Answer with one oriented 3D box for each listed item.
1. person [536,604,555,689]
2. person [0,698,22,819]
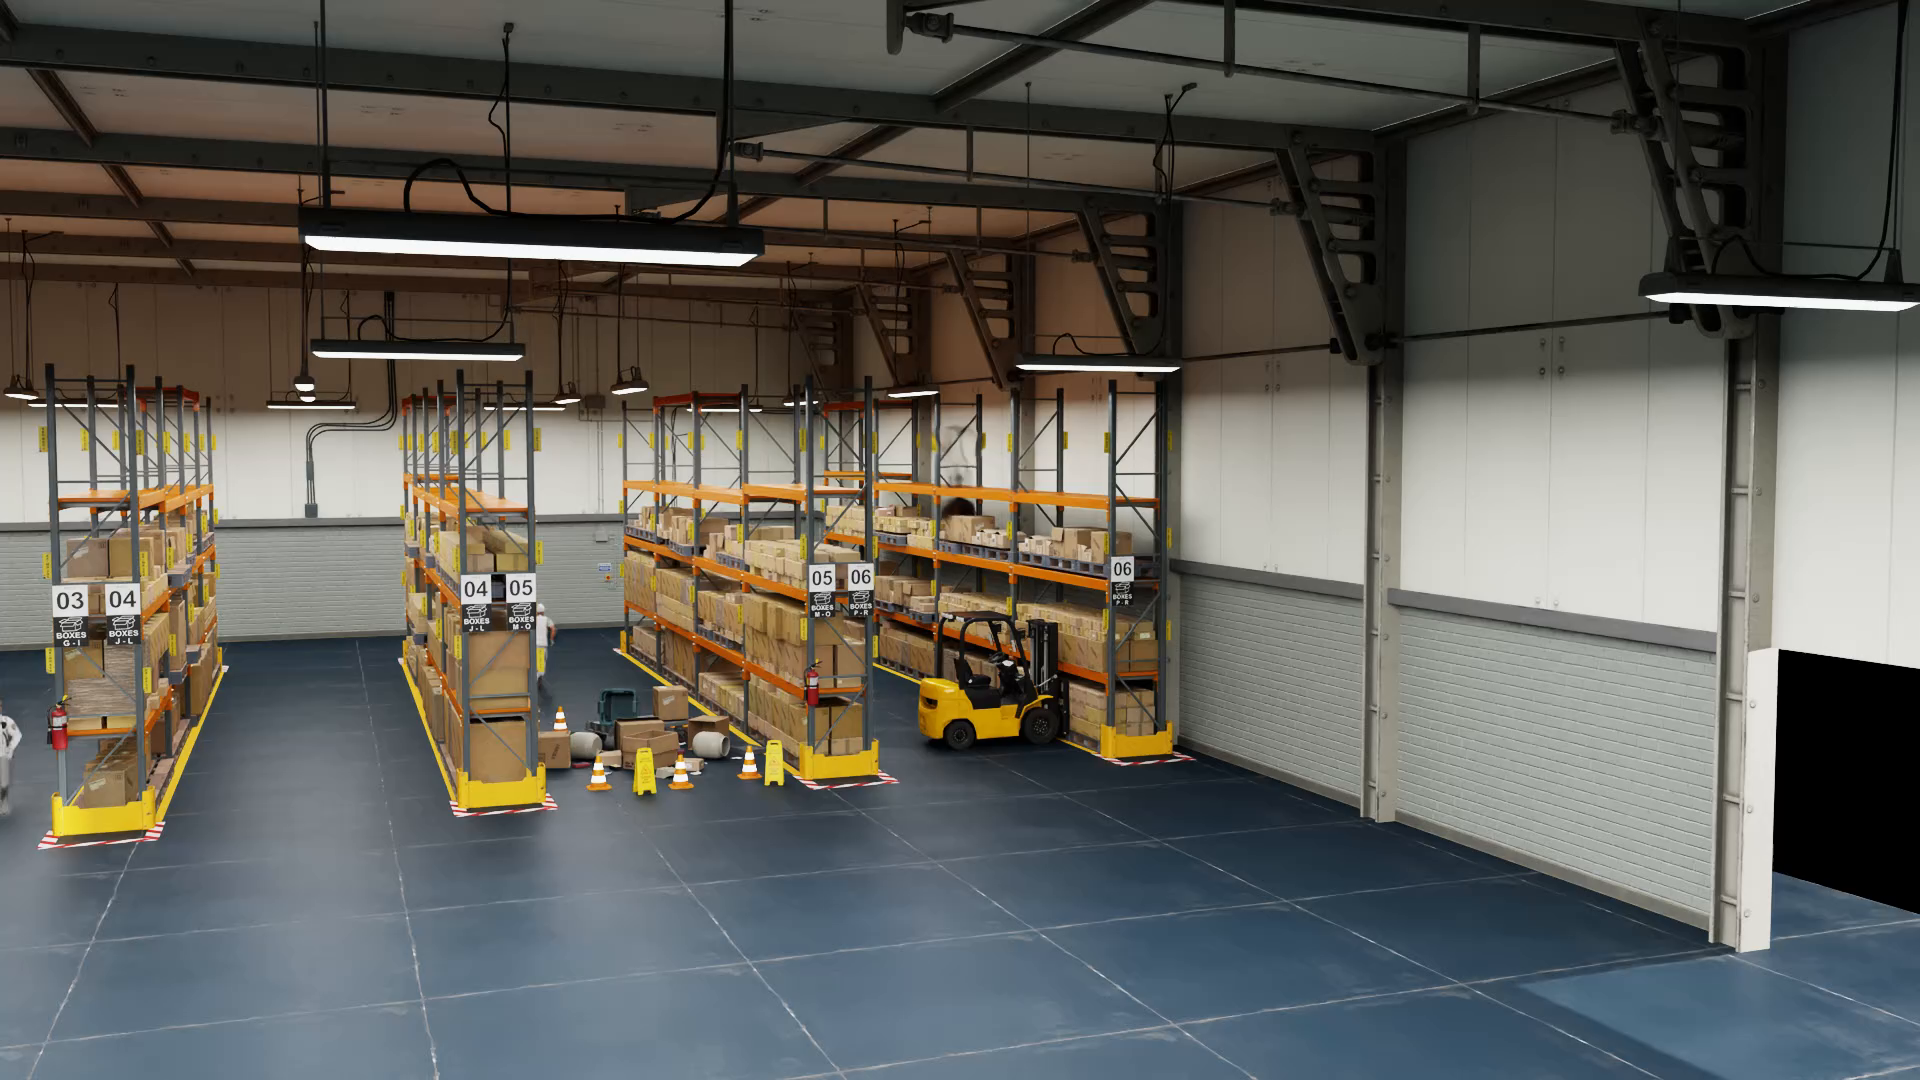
[{"bbox_3d":[-8.461,2.178,33.390,0.659,1.772,1.120,-1,3,-15],"label":"person"},{"bbox_3d":[-12.763,2.887,21.962,0.576,1.647,0.550,-2,4,-26],"label":"person"}]
